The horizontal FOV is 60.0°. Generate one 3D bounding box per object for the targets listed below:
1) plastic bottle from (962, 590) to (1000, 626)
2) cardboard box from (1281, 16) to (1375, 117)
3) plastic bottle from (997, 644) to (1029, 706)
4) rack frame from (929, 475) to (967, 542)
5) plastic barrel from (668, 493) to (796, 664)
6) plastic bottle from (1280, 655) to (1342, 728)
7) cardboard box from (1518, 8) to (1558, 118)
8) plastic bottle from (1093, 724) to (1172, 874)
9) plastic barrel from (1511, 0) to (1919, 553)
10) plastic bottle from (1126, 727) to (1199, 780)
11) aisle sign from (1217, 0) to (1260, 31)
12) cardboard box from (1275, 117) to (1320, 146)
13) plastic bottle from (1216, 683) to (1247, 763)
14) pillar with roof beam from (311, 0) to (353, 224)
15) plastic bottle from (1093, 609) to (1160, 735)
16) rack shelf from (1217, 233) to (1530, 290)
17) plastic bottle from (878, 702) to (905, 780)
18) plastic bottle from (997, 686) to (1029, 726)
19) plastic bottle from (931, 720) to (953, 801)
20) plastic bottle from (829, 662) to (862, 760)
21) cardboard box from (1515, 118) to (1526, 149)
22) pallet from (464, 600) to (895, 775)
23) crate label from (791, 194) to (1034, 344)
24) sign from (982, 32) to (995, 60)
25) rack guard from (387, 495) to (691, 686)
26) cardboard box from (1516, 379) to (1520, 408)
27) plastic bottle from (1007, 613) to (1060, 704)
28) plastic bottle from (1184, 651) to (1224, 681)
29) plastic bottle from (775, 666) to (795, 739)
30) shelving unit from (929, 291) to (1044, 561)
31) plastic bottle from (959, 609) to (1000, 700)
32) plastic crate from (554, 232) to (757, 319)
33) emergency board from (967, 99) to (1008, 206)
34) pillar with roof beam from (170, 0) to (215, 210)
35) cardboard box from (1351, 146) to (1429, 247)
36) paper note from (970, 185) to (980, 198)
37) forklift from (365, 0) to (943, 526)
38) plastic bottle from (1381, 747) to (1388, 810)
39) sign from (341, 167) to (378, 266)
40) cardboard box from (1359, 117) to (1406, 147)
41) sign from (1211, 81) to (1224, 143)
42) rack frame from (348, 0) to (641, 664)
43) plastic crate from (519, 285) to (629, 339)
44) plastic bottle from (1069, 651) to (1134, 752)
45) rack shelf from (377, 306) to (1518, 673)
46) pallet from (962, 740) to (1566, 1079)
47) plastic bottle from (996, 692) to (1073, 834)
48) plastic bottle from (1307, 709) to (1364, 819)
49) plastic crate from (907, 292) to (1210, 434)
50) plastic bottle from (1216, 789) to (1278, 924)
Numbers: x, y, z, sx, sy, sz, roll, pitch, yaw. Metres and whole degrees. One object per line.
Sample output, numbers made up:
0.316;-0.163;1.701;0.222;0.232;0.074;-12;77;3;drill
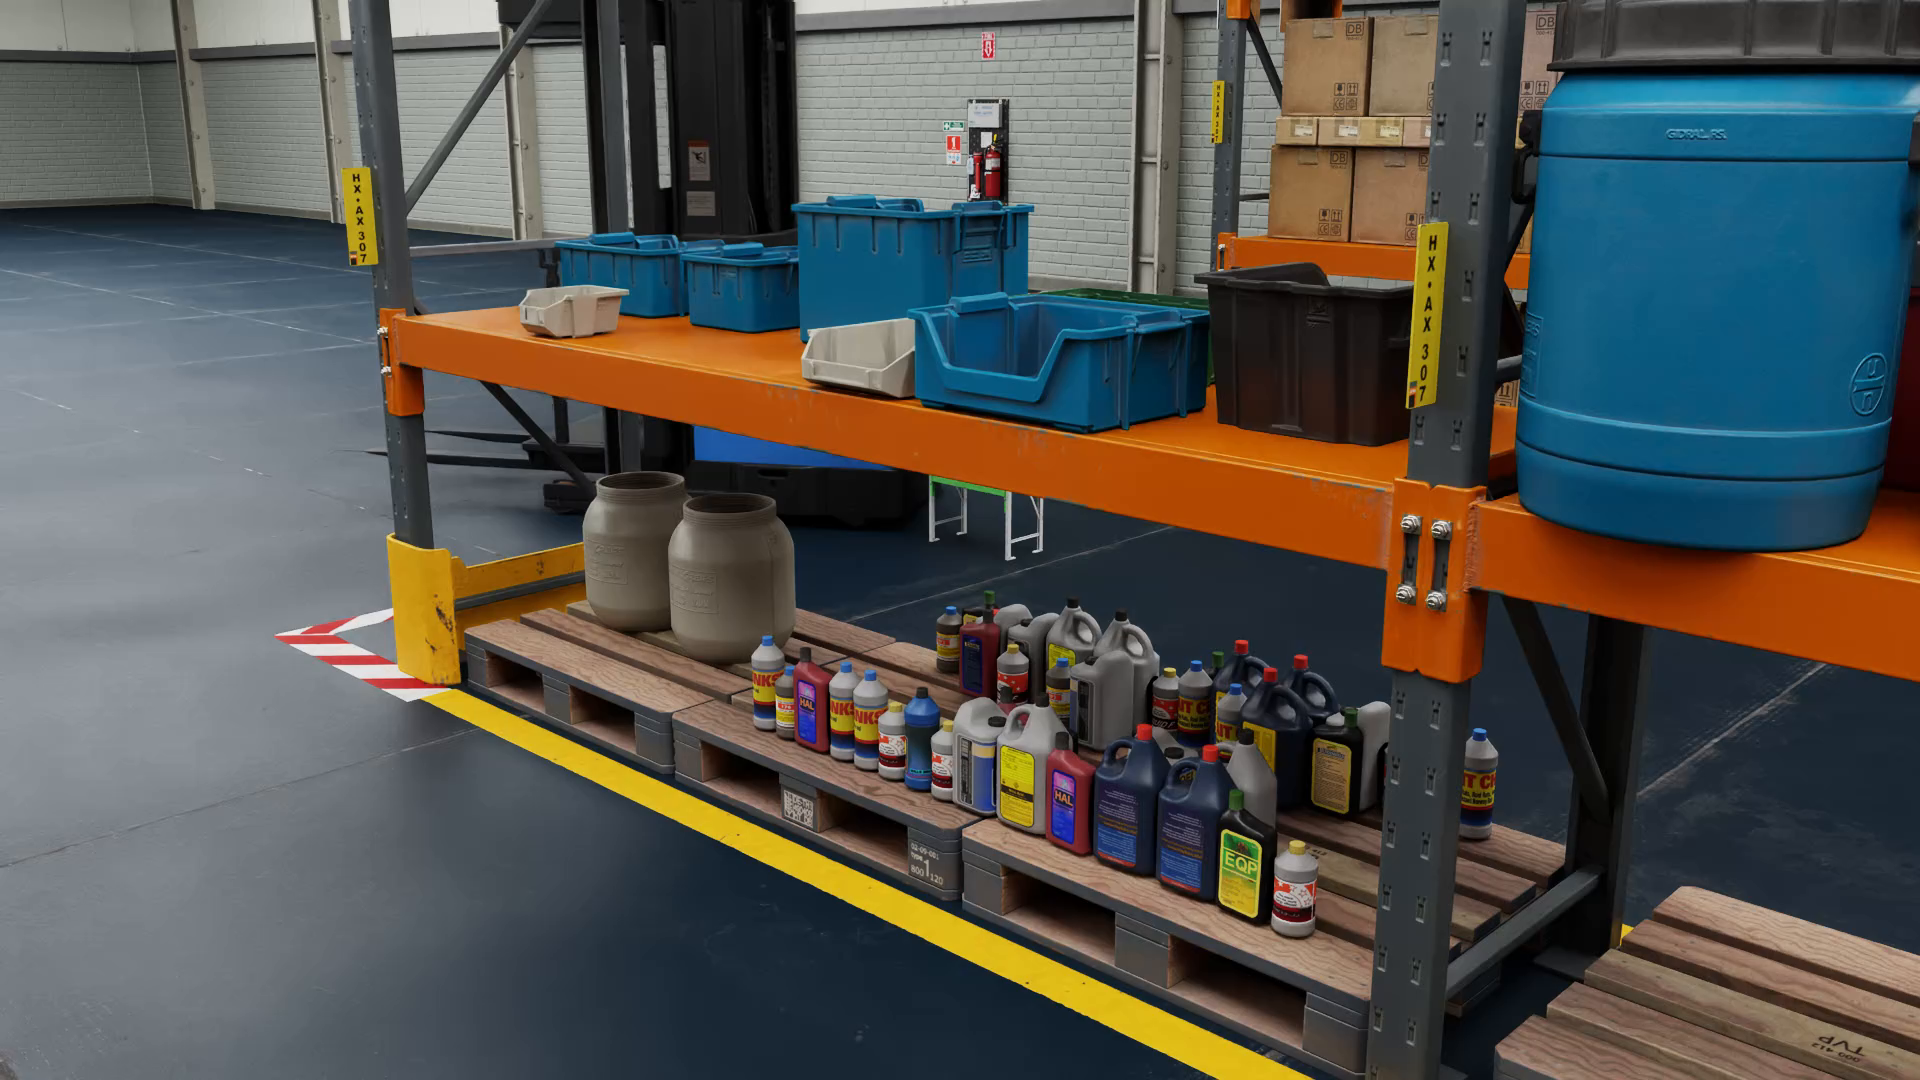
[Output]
0.068;0.296;5.362;0.061;0.283;0.133;-14;20;-43;plastic bottle
2.151;-2.546;8.983;0.500;0.500;0.700;14;20;42;cardboard box
0.161;0.418;5.057;0.097;0.201;0.097;0;15;0;plastic bottle
-0.057;-0.594;7.834;0.015;1.200;0.240;14;20;42;rack frame
-0.767;0.125;5.604;0.421;0.512;0.421;0;15;0;plastic barrel
0.932;0.488;4.492;0.144;0.351;0.185;-14;20;-43;plastic bottle
2.897;-2.367;8.295;0.500;0.500;0.700;14;20;42;cardboard box
0.423;0.610;4.021;0.185;0.351;0.144;12;19;39;plastic bottle
1.292;-0.485;2.848;0.708;0.901;0.600;14;20;42;plastic barrel
0.508;0.615;4.151;0.135;0.276;0.152;14;20;42;plastic bottle
1.526;-3.177;9.020;0.004;0.787;0.394;14;20;42;aisle sign
1.919;-2.218;9.009;0.250;0.149;0.380;13;20;42;cardboard box
0.743;0.523;4.515;0.097;0.271;0.097;0;15;0;plastic bottle
-13.939;-9.219;25.468;0.400;9.000;9.100;14;20;42;pillar with roof beam
0.490;0.380;4.904;0.185;0.351;0.144;13;20;42;plastic bottle
3.226;-1.265;8.264;4.000;0.370;1.077;14;20;42;rack shelf
-0.176;0.545;4.567;0.097;0.201;0.097;0;15;0;plastic bottle
0.150;0.538;4.433;0.133;0.283;0.061;14;20;42;plastic bottle
-0.028;0.581;4.429;0.097;0.201;0.097;0;15;0;plastic bottle
-0.319;0.477;4.692;0.097;0.271;0.097;0;15;0;plastic bottle
2.847;-1.993;8.145;0.250;0.149;0.380;13;20;41;cardboard box
-0.986;0.433;5.853;1.213;0.211;1.003;14;20;42;pallet
-0.142;-0.809;5.017;0.616;0.435;0.502;14;20;42;crate label
0.318;-5.528;18.602;0.199;0.298;0.001;14;20;42;sign
-1.568;0.150;6.366;0.348;0.500;1.175;14;20;42;rack guard
3.096;-0.801;8.192;0.500;0.500;0.500;14;20;42;cardboard box
0.234;0.356;5.147;0.135;0.276;0.152;13;19;41;plastic bottle
0.706;0.451;4.767;0.061;0.283;0.133;-13;20;-42;plastic bottle
-0.491;0.469;4.862;0.097;0.201;0.097;0;15;0;plastic bottle
0.119;-0.552;7.670;0.503;1.200;0.258;14;20;42;shelving unit
0.060;0.347;5.165;0.133;0.283;0.061;14;20;42;plastic bottle
-1.087;-0.959;5.960;0.616;0.251;0.499;14;20;42;plastic crate
0.254;-4.387;18.819;0.643;1.169;0.194;14;20;42;emergency board
-18.258;-10.269;29.498;0.400;9.000;9.100;14;20;42;pillar with roof beam
2.494;-1.836;8.832;0.700;0.500;0.500;-14;20;-43;cardboard box
0.175;-4.004;19.097;0.142;0.148;0.016;14;20;42;paper note
-1.625;-1.664;8.505;3.031;2.935;1.130;4;15;14;forklift
1.153;0.606;4.336;0.097;0.201;0.097;0;15;0;plastic bottle
-2.040;-1.099;5.654;0.005;0.325;0.100;14;20;42;sign
2.289;-2.128;8.665;0.250;0.149;0.380;14;20;42;cardboard box
1.396;-2.321;9.015;0.005;0.325;0.100;14;20;42;sign
-1.655;-1.065;6.069;0.127;3.000;1.000;14;20;42;rack frame
-1.234;-0.722;5.277;0.250;0.136;0.298;14;20;42;plastic crate
0.405;0.448;4.794;0.135;0.276;0.152;14;20;42;plastic bottle
-0.215;-0.366;4.816;4.000;0.370;1.077;14;20;42;rack shelf
0.770;0.860;4.214;1.213;0.211;1.003;14;20;42;pallet
0.190;0.554;4.238;0.185;0.351;0.144;14;20;42;plastic bottle
0.974;0.569;4.312;0.133;0.283;0.061;14;20;42;plastic bottle
0.239;-0.437;3.955;0.616;0.251;0.499;14;20;42;plastic crate
0.649;0.713;3.763;0.061;0.283;0.133;-13;20;-41;plastic bottle
